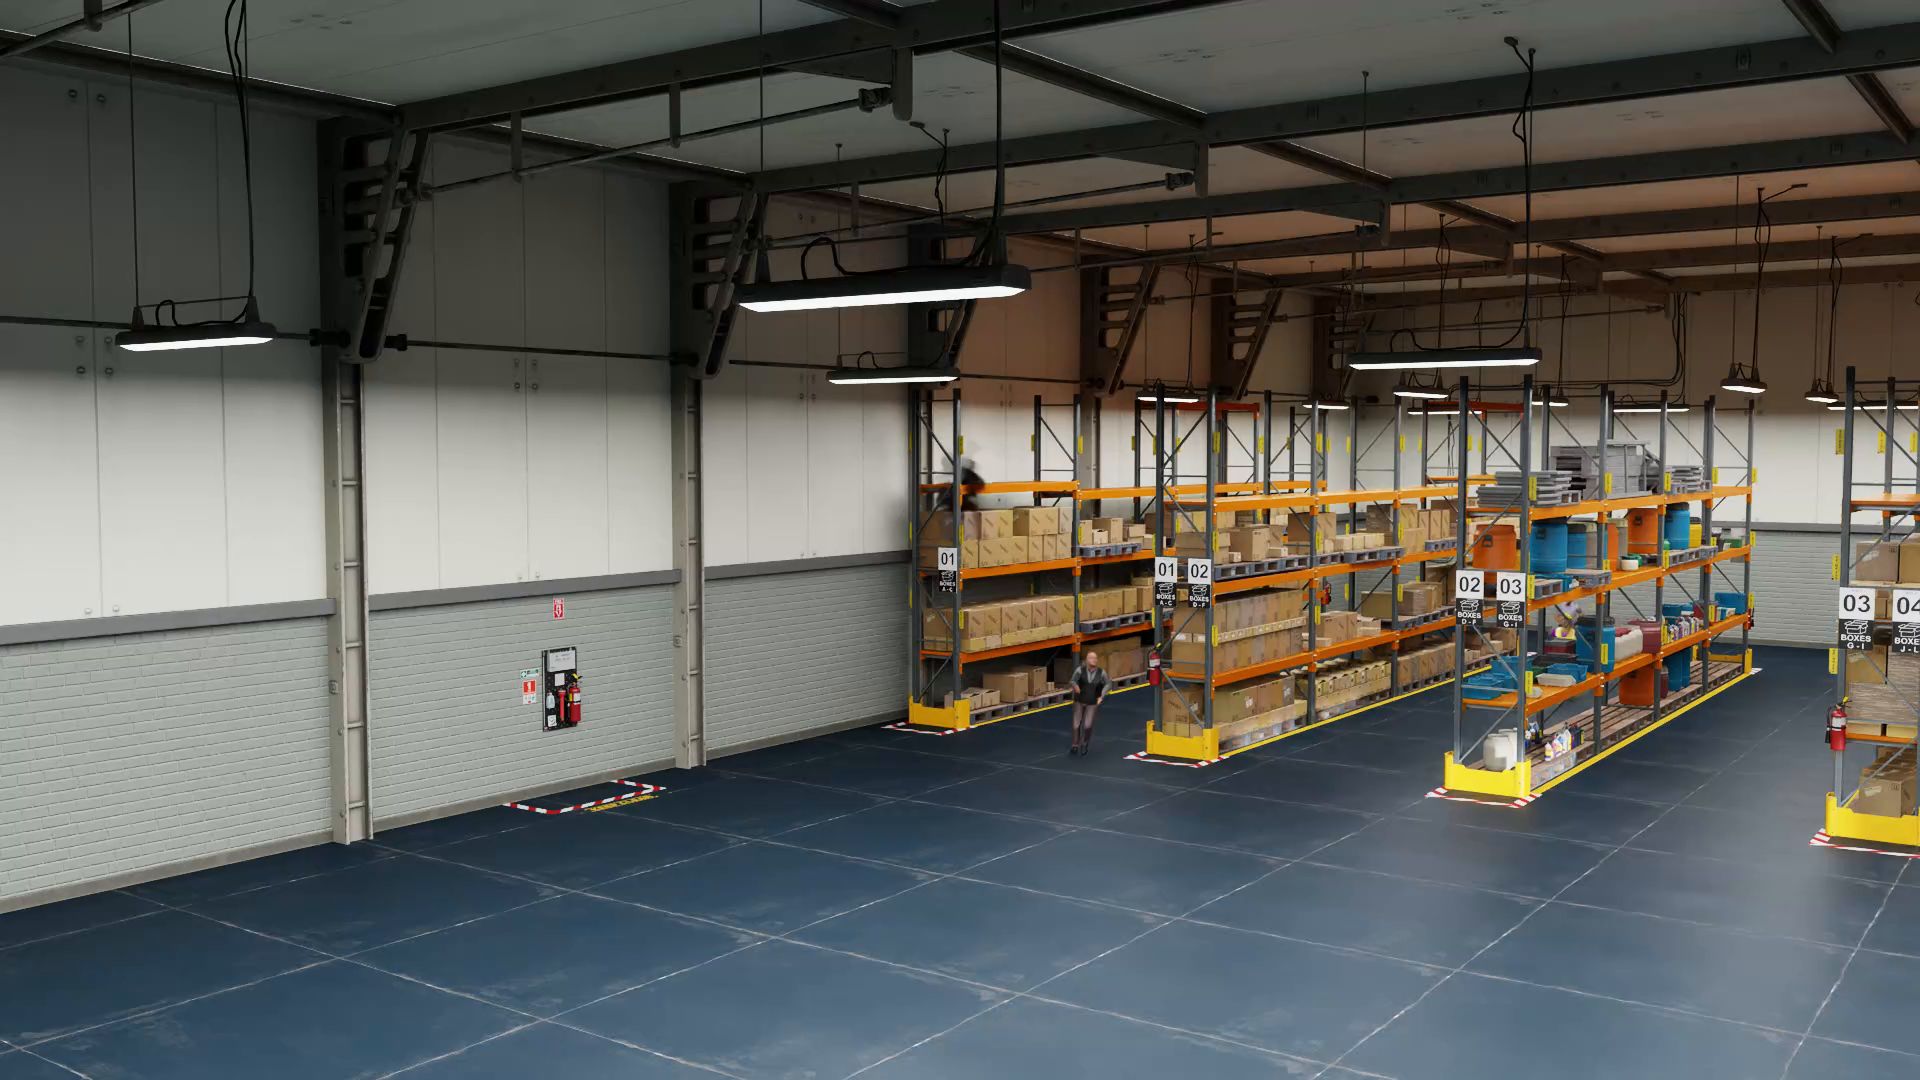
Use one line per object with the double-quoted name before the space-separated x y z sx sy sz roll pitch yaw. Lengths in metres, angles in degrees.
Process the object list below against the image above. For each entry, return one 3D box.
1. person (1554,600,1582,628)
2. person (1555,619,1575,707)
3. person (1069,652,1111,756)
"person" 13.796 2.038 37.730 0.575 1.670 0.906 2 4 27
"person" 11.703 2.325 32.143 0.700 1.723 0.881 2 4 32
"person" 2.071 2.645 26.747 0.665 1.677 0.619 1 3 12
